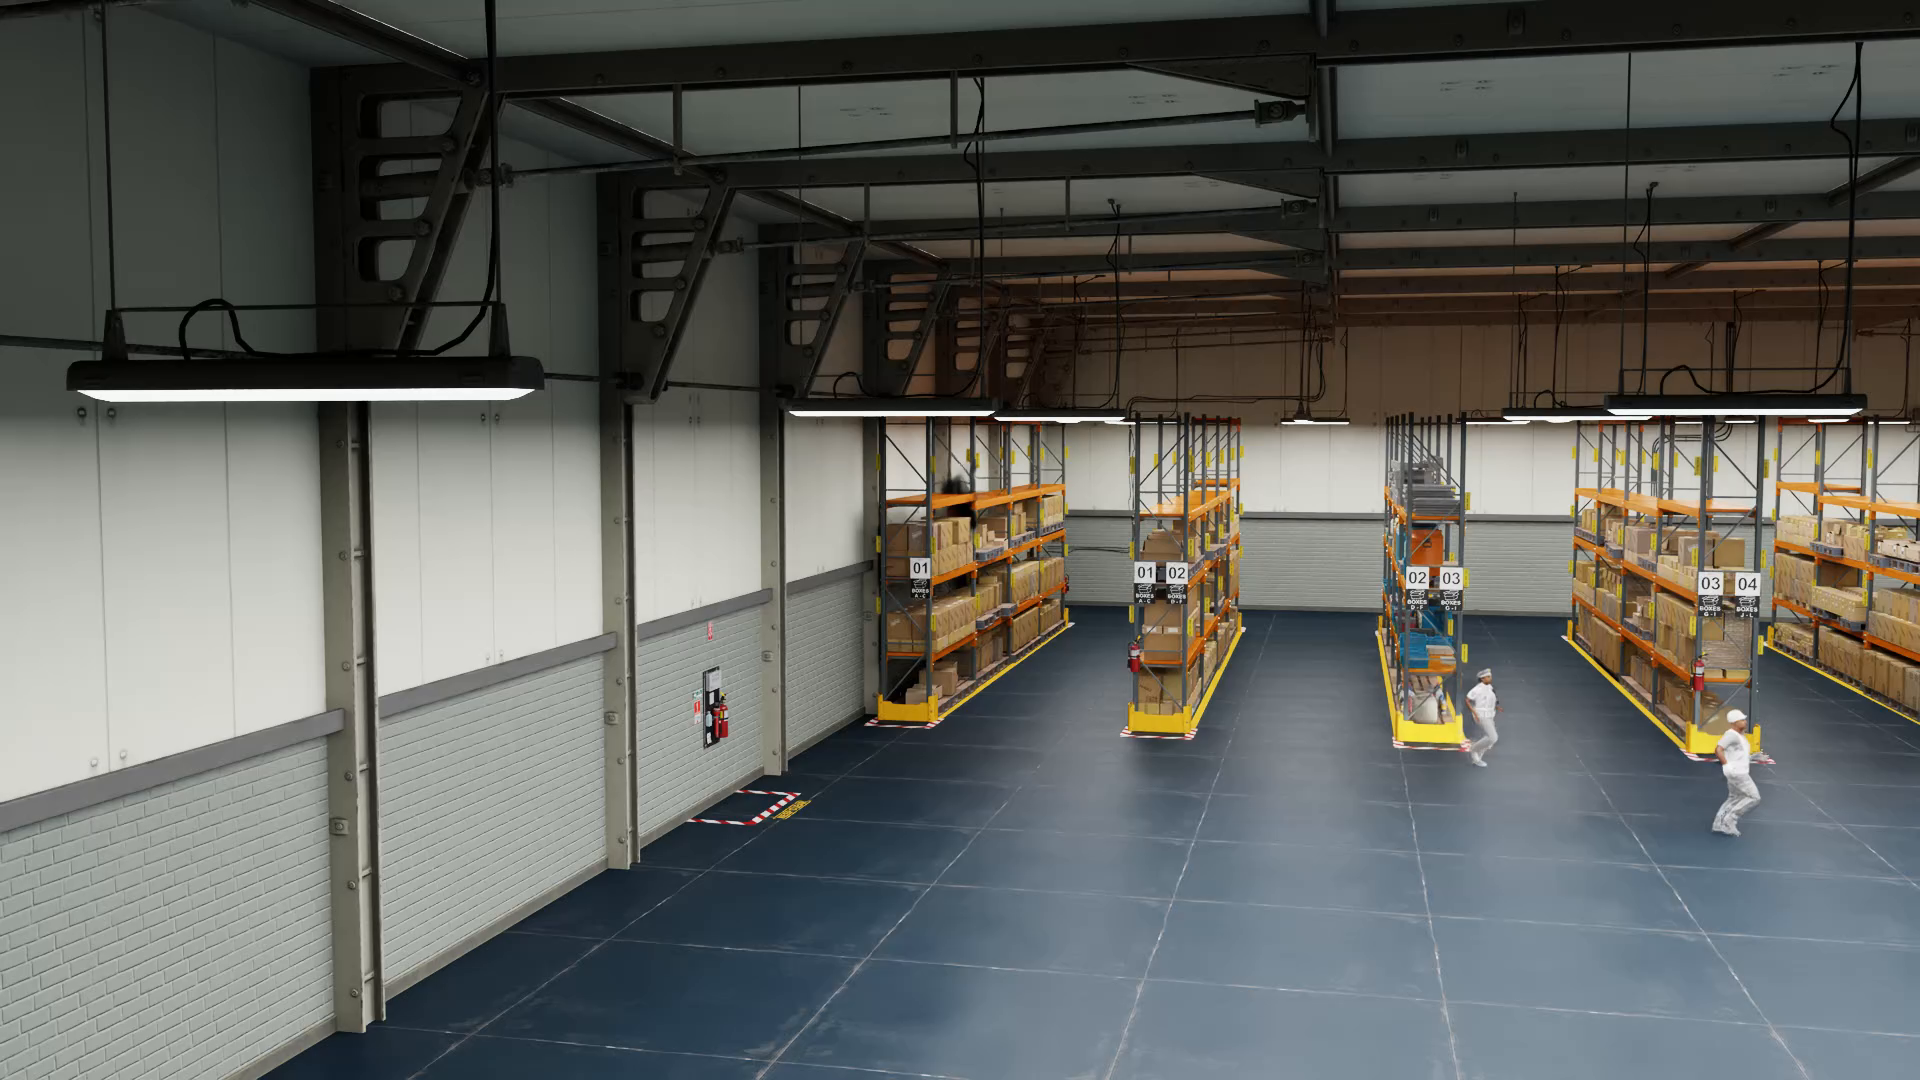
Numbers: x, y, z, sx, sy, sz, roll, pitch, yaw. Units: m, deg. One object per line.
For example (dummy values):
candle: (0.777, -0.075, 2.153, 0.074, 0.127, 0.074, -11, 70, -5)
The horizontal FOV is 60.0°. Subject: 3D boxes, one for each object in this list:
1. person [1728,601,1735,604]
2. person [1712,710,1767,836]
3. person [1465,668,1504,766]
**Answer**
person: (20.552, 1.881, 44.653, 0.699, 1.710, 0.804, -1, 4, -13)
person: (10.908, 3.255, 23.251, 0.665, 1.745, 0.665, 2, 4, 26)
person: (8.887, 2.993, 28.061, 0.565, 1.663, 0.568, -4, 5, -44)
